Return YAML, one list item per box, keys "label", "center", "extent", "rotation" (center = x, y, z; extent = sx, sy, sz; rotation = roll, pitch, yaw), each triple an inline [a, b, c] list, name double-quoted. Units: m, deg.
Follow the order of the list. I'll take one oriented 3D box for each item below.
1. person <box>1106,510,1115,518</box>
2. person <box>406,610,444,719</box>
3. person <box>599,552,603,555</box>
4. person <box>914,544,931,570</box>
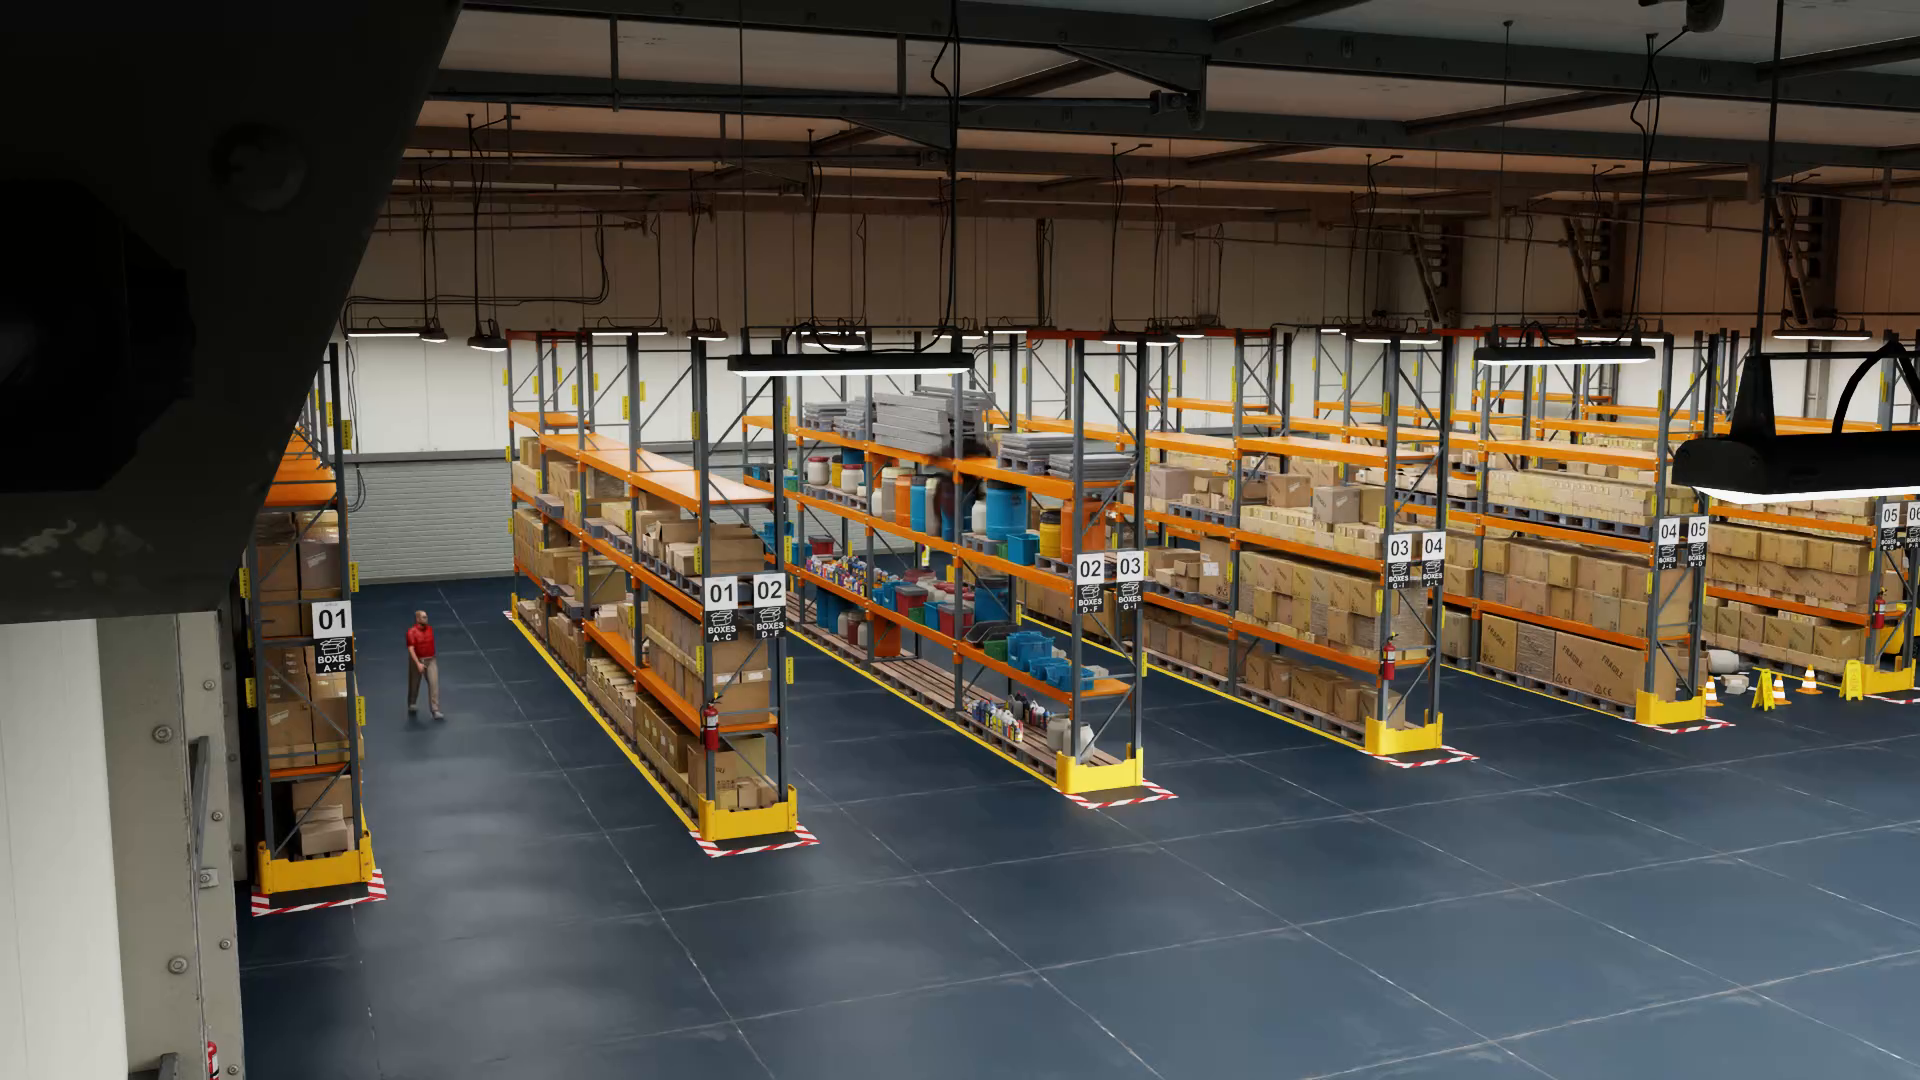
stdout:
- label: "person"
  center: [3.730, -0.118, 41.396]
  extent: [0.825, 1.639, 0.591]
  rotation: [-3, 8, -18]
- label: "person"
  center: [-8.474, 1.941, 26.173]
  extent: [0.477, 1.674, 1.033]
  rotation: [-5, 9, -31]
- label: "person"
  center: [-7.884, 0.547, 36.671]
  extent: [0.514, 1.604, 0.964]
  rotation: [-3, 8, -23]
- label: "person"
  center: [-0.823, 0.582, 35.929]
  extent: [0.403, 1.789, 0.650]
  rotation: [0, 8, 0]
